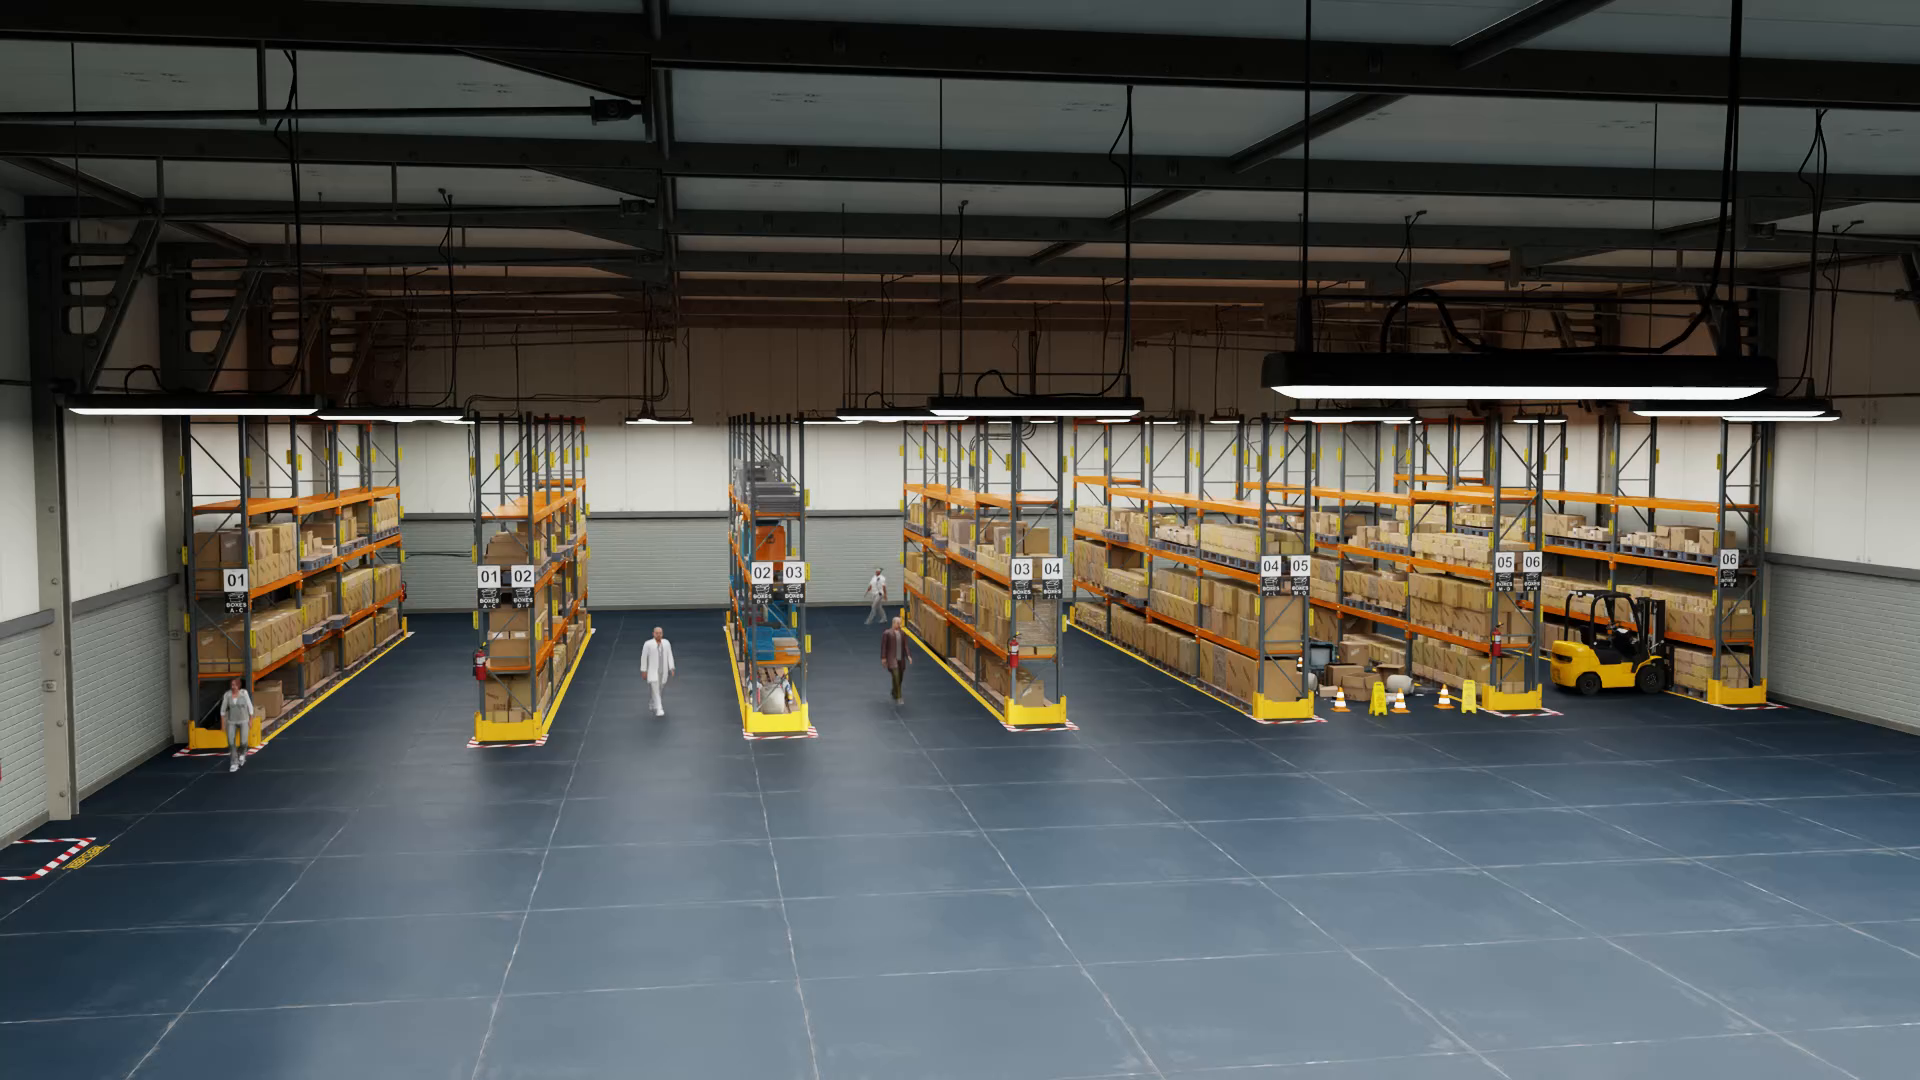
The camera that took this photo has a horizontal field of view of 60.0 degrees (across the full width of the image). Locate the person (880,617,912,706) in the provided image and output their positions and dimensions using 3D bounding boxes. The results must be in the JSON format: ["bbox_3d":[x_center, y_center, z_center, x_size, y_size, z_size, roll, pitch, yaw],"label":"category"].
[{"bbox_3d":[-1.267,2.507,34.490,0.602,1.795,0.818,-3,5,-36],"label":"person"}]

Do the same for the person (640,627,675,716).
[{"bbox_3d":[-5.951,2.592,32.935,0.600,1.729,1.105,-3,5,-38],"label":"person"}]

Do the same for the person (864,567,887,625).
[{"bbox_3d":[-2.471,1.600,48.329,0.825,1.664,0.430,-2,4,-26],"label":"person"}]

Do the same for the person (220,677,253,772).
[{"bbox_3d":[-12.075,3.063,27.784,0.501,1.573,0.475,-1,4,-15],"label":"person"}]
